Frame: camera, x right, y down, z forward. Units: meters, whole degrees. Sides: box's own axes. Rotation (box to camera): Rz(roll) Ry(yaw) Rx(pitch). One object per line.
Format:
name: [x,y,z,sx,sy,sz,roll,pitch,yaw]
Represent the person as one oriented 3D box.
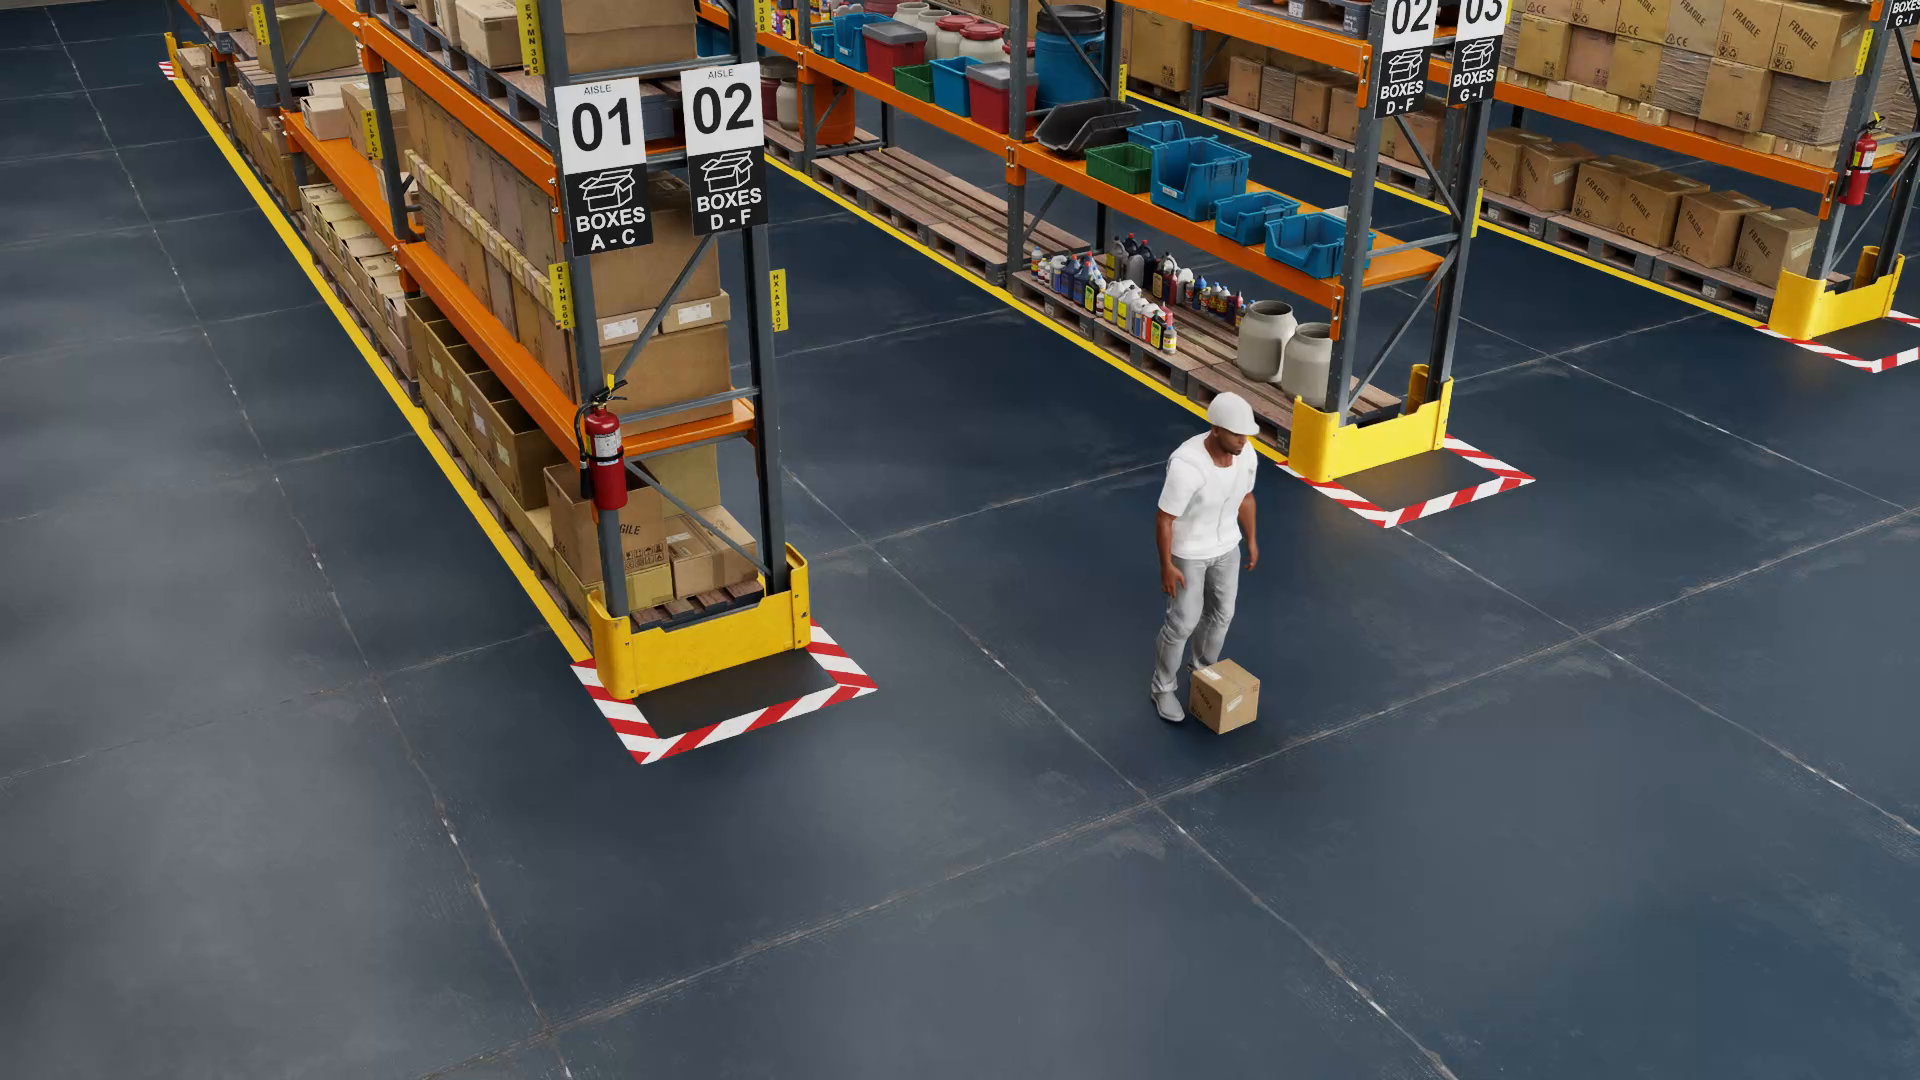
person: [1.257,0.057,8.442,0.636,1.761,0.454,-17,33,-29]
